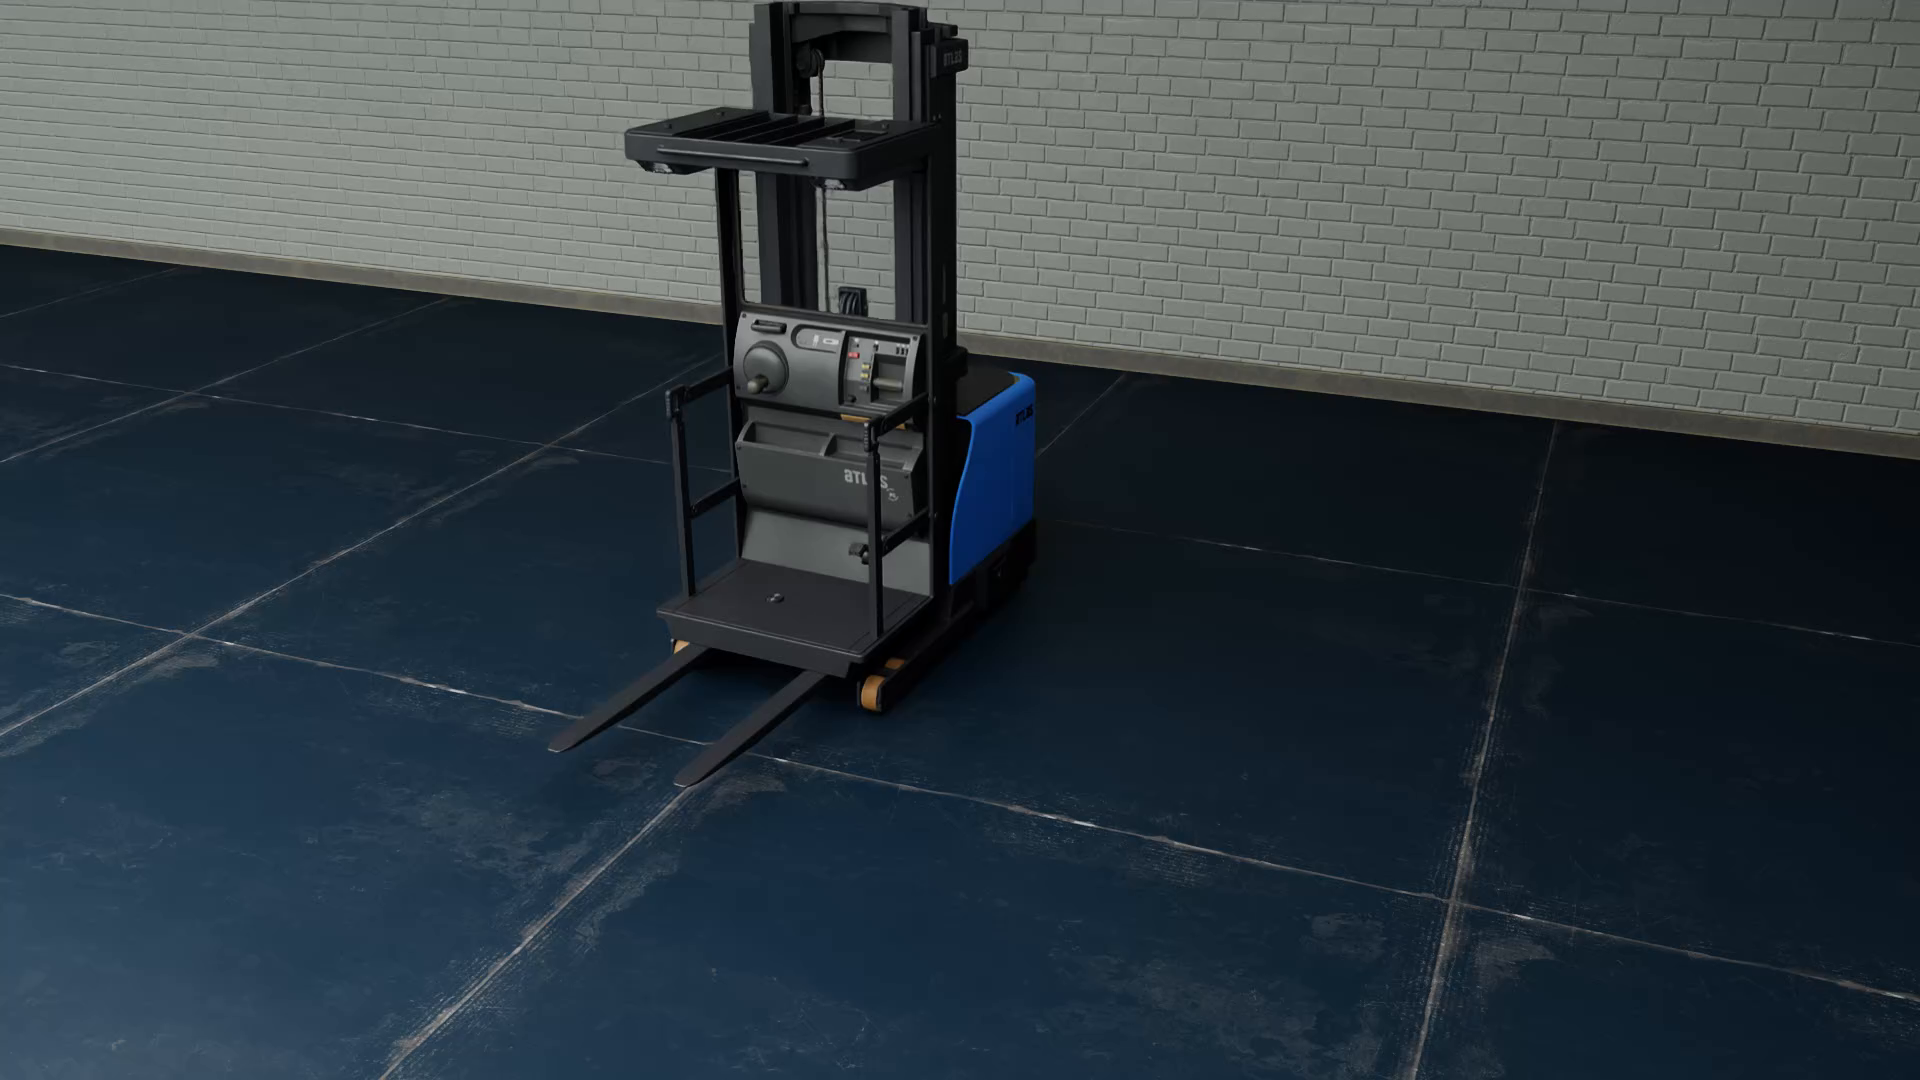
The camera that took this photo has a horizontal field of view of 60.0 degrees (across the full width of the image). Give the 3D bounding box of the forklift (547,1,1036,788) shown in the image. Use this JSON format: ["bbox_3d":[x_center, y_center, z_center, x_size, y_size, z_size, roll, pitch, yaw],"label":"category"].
[{"bbox_3d":[-0.696,-0.777,7.307,1.130,2.935,3.031,11,25,24],"label":"forklift"}]
